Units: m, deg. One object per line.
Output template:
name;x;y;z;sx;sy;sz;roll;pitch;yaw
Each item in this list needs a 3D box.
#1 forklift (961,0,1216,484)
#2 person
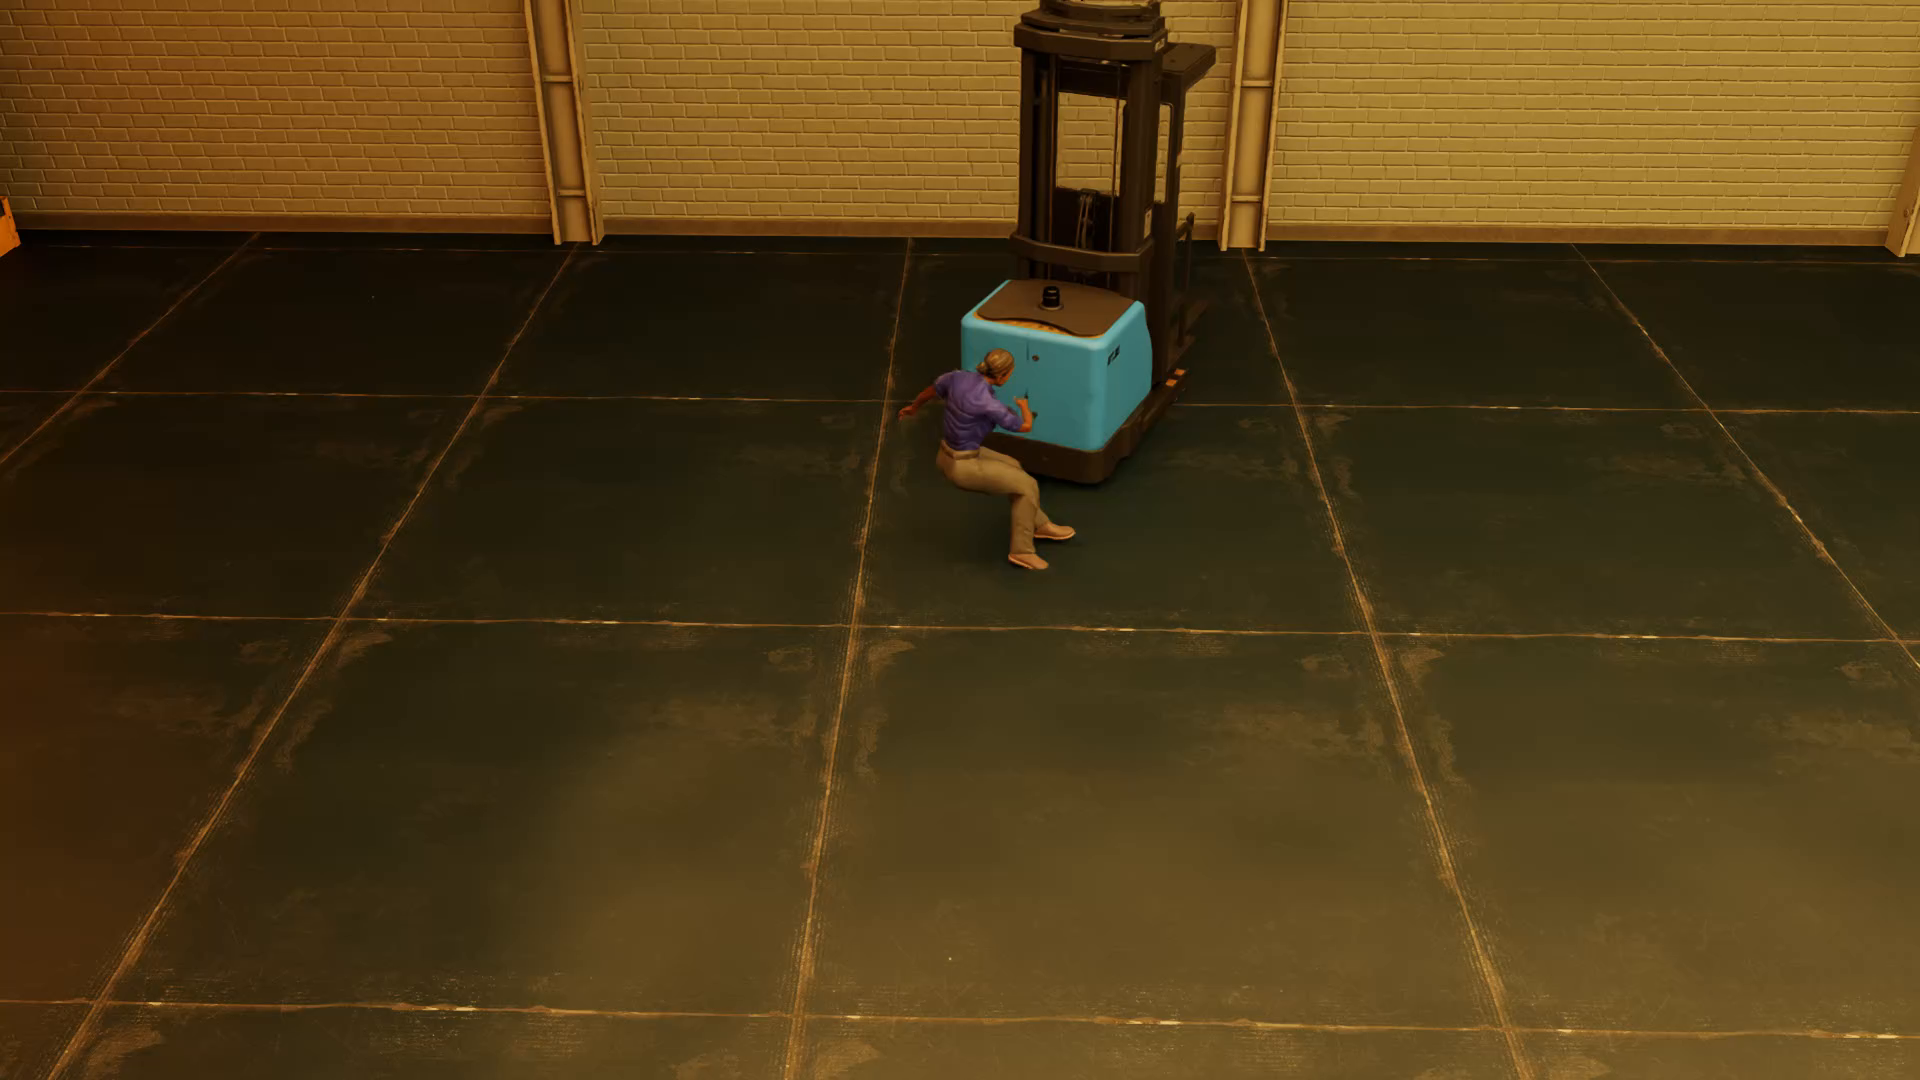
forklift;1.063;-2.362;11.620;1.130;2.935;3.031;13;33;21
person;0.211;-0.584;10.224;0.900;1.396;1.000;-12;33;-20
